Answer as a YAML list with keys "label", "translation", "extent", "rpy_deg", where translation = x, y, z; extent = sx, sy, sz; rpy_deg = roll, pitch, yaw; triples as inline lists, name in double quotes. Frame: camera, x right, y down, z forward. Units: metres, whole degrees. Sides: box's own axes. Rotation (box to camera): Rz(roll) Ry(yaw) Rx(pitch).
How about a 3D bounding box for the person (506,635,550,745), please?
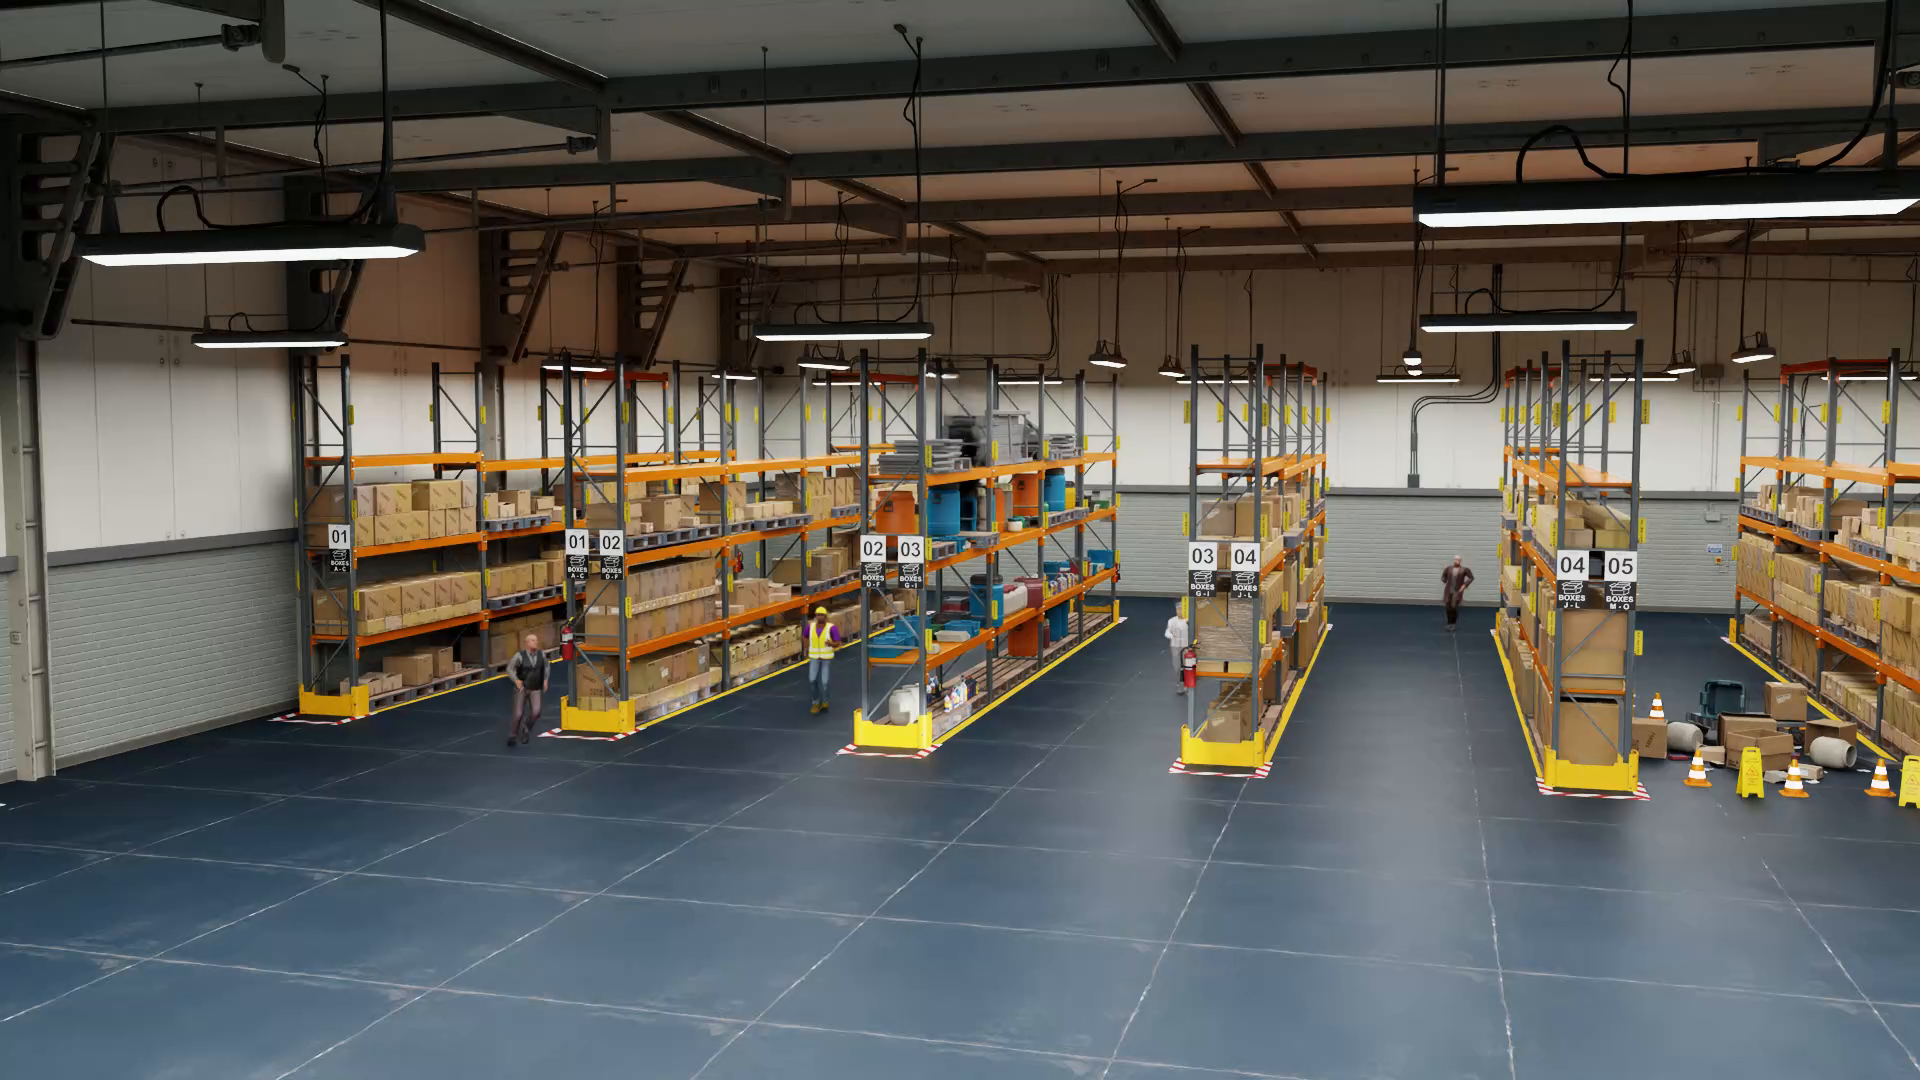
- label: "person"
  translation: [-6.521, 2.272, 25.243]
  extent: [0.714, 1.666, 0.602]
  rpy_deg: [-2, 5, -28]

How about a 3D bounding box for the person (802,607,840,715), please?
- label: "person"
  translation: [-2.346, 2.030, 27.973]
  extent: [0.674, 1.815, 0.702]
  rpy_deg: [0, 4, 2]

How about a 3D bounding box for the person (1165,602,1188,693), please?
- label: "person"
  translation: [3.961, 1.929, 29.748]
  extent: [0.600, 1.658, 0.579]
  rpy_deg: [1, 4, 12]

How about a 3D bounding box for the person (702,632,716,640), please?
- label: "person"
  translation: [-5.548, 1.471, 36.211]
  extent: [0.643, 1.676, 0.747]
  rpy_deg: [1, 4, 14]

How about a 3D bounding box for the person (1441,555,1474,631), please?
- label: "person"
  translation: [11.475, 1.250, 38.549]
  extent: [0.711, 1.789, 0.749]
  rpy_deg: [3, 5, 37]
